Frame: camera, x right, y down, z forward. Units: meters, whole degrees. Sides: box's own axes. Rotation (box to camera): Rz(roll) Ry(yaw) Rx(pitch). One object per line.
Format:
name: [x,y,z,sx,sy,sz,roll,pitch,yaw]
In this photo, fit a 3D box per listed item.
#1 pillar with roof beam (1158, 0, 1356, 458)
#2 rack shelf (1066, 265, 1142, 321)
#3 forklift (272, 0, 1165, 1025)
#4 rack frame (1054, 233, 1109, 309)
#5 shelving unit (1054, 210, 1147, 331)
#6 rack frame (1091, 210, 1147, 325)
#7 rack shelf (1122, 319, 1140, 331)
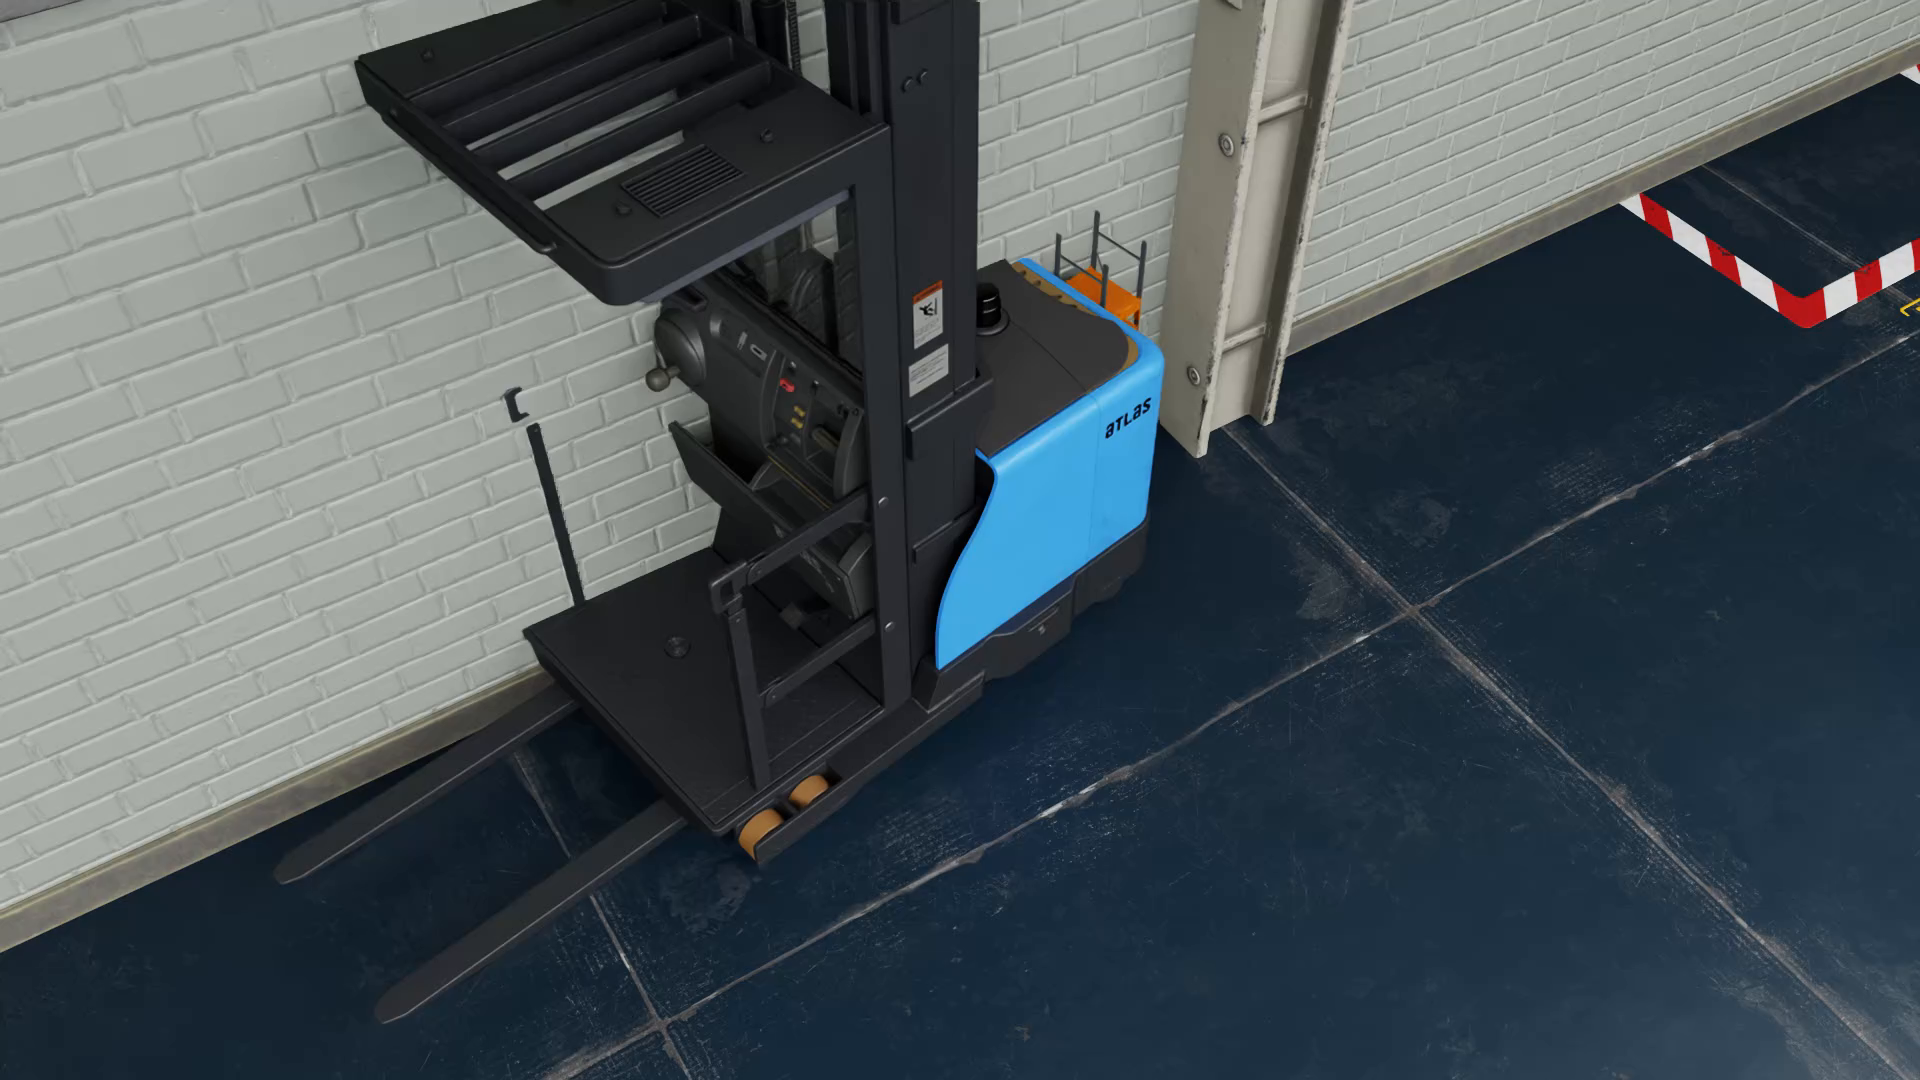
pillar with roof beam: [3.310,-0.770,0.910,0.400,9.000,9.100,-25,53,-21]
rack shelf: [0.473,-0.817,5.751,0.180,0.103,0.258,-34,57,-27]
forklift: [-0.749,-0.395,4.639,3.031,2.935,1.130,-34,57,-27]
rack frame: [0.405,-0.560,5.945,0.006,1.200,0.240,-34,57,-27]
shelving unit: [0.473,-0.606,5.986,0.189,1.200,0.258,-34,57,-27]
rack frame: [0.541,-0.652,6.027,0.006,1.200,0.240,-34,57,-27]
rack shelf: [0.473,-0.737,5.840,0.180,0.103,0.258,-34,57,-27]
